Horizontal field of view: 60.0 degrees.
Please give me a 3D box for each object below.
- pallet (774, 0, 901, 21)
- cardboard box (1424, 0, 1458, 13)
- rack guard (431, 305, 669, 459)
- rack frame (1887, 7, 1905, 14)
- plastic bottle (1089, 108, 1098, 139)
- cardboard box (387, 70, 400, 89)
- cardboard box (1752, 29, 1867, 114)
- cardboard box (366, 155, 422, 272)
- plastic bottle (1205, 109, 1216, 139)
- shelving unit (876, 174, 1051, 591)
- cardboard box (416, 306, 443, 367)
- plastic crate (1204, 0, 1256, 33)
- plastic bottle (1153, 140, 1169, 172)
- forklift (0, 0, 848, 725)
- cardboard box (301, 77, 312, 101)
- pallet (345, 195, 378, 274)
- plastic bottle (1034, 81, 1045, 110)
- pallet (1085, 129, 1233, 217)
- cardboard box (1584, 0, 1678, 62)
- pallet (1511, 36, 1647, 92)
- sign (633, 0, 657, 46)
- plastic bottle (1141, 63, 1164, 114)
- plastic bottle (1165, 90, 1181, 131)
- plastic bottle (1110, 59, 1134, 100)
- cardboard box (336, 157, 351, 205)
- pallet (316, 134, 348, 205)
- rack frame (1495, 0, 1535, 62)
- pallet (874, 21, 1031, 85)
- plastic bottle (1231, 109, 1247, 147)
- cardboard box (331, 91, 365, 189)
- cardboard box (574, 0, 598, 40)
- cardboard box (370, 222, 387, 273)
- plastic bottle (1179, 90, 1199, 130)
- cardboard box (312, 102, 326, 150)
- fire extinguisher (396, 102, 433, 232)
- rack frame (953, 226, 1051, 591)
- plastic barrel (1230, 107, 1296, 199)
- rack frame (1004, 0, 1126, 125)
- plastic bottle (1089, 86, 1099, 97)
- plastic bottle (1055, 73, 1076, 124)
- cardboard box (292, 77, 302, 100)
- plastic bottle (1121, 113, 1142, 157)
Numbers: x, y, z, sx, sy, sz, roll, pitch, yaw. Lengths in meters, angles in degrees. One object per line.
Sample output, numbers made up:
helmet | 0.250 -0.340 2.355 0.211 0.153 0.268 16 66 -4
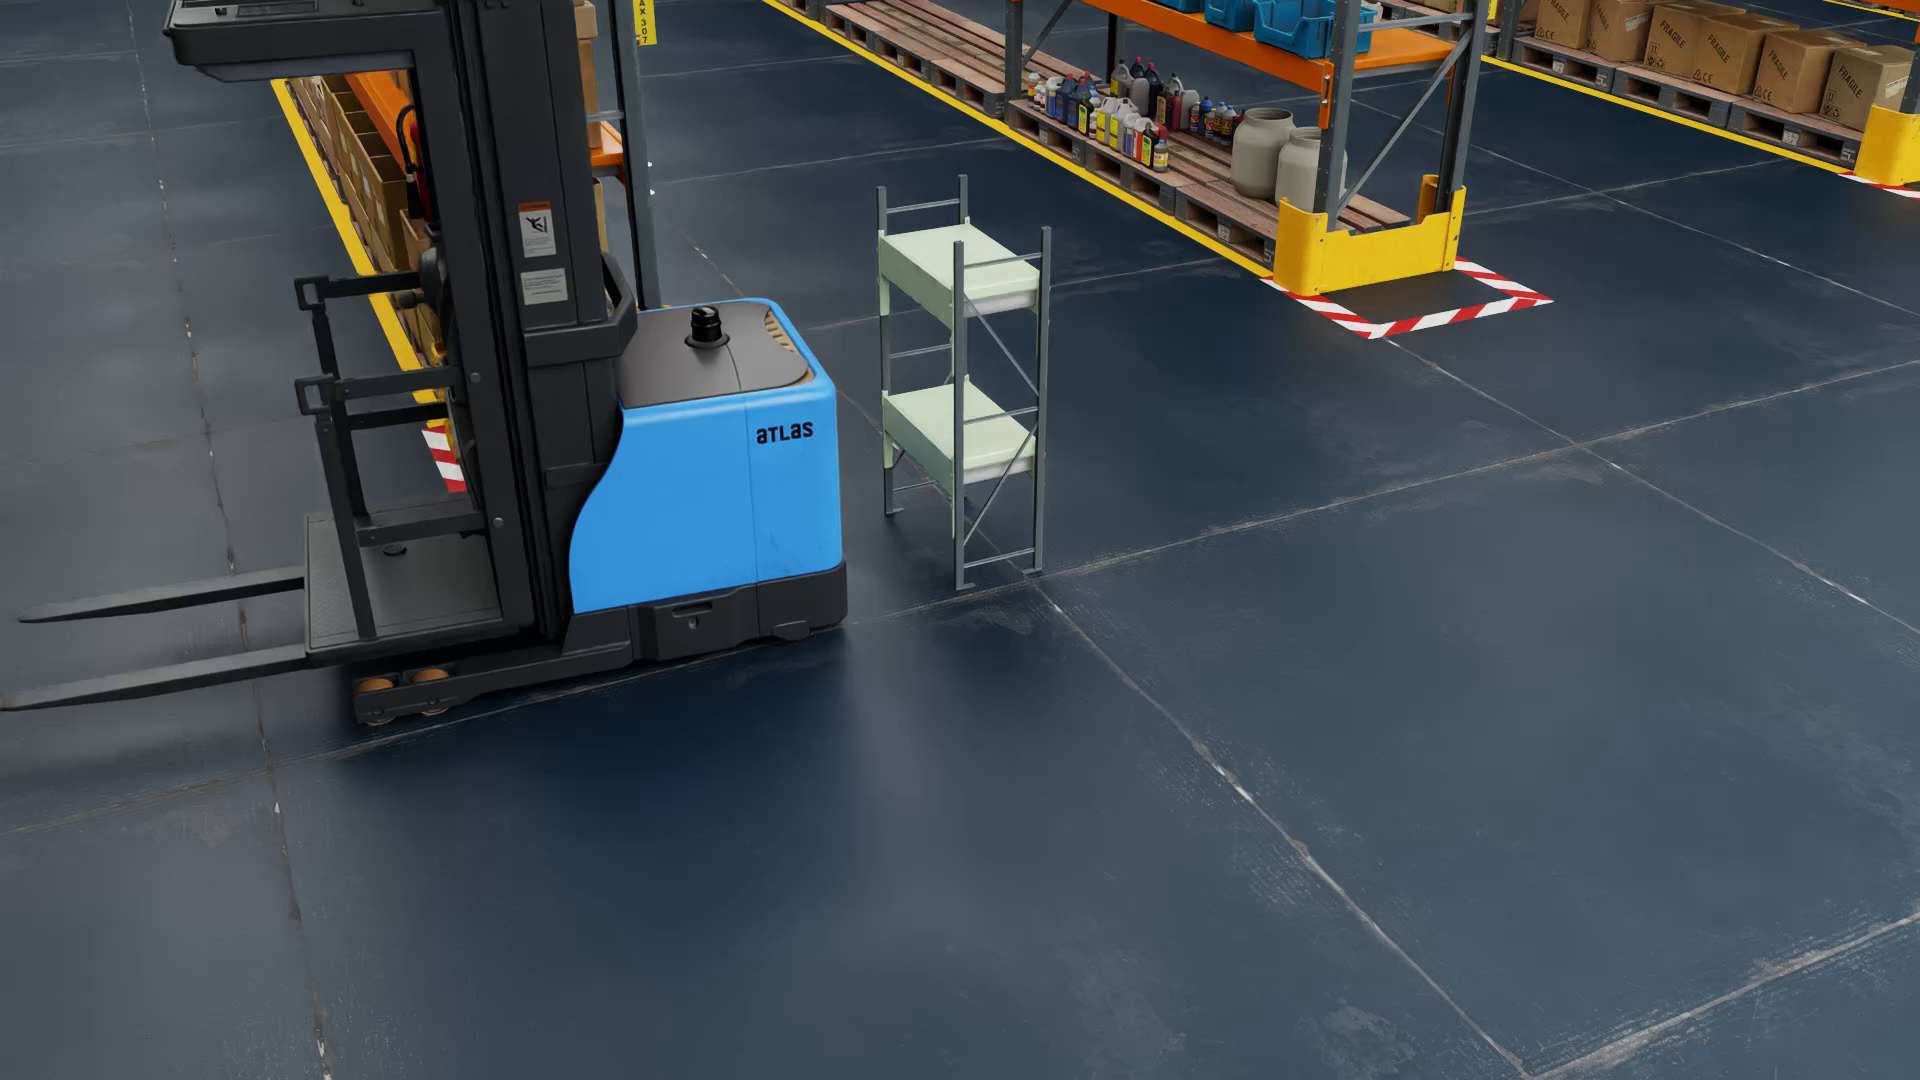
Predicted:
pallet | -1.269 -5.567 16.962 1.003 0.211 1.213 -13 32 -22
cardboard box | 4.866 -5.309 15.756 0.700 0.500 0.500 -13 32 -22
rack guard | -1.923 -0.770 8.113 1.175 0.500 0.348 -13 32 -22
rack frame | 9.821 -6.714 16.156 1.000 3.000 0.127 -13 32 -22
plastic bottle | 0.977 -2.991 11.928 0.097 0.201 0.097 0 29 0
cardboard box | -2.790 -2.807 9.087 0.700 0.500 0.500 -12 31 -21
cardboard box | 6.474 -3.579 12.692 0.500 0.500 0.500 -5 30 -9
cardboard box | -2.875 -1.795 9.000 0.500 0.500 0.500 -13 32 -22
plastic bottle | 1.812 -2.987 11.921 0.097 0.201 0.097 0 29 0
shelving unit | 0.003 -0.651 6.878 0.431 1.500 0.755 -13 32 -22
cardboard box | -2.431 -1.030 8.402 0.500 0.250 0.500 -13 32 -22
plastic crate | 1.783 -3.291 10.205 0.499 0.251 0.408 -13 32 -22
plastic bottle | 1.357 -2.600 11.232 0.097 0.201 0.097 0 29 0
forklift | -2.018 -0.896 5.852 3.031 2.935 1.130 -10 31 -17
cardboard box | -4.525 -3.435 12.117 0.500 0.311 0.500 -13 32 -22
pallet | -3.347 -2.062 10.711 1.003 0.211 1.213 -13 32 -22
plastic bottle | 0.609 -3.370 12.605 0.097 0.201 0.097 0 29 0
pallet | 1.603 -2.615 11.698 1.003 0.211 1.213 -13 32 -22
cardboard box | 5.686 -4.373 14.108 0.500 0.500 0.500 -3 29 -6
pallet | 5.618 -4.211 14.544 1.003 0.211 1.213 -13 32 -22
sign | -1.430 -2.397 7.492 0.100 0.325 0.005 -13 32 -22
plastic bottle | 1.443 -3.404 12.513 0.144 0.351 0.185 -15 32 -24
plastic bottle | 1.552 -3.137 12.105 0.061 0.283 0.133 -13 32 -22
plastic bottle | 1.231 -3.459 12.610 0.144 0.351 0.185 -13 32 -22
cardboard box | -3.726 -2.354 10.762 0.500 0.250 0.500 -13 32 -22
pallet | -4.003 -2.739 11.919 1.003 0.211 1.213 -13 32 -22
rack frame | 5.298 -5.717 14.378 1.000 3.000 0.127 -13 32 -22
pallet | -0.076 -4.339 14.772 1.003 0.211 1.213 -13 32 -22
plastic bottle | 1.964 -2.887 11.659 0.061 0.283 0.133 -13 32 -21
cardboard box | -3.513 -2.459 10.184 0.500 0.500 0.500 -13 32 -22
cardboard box | -1.908 -2.416 7.727 0.380 0.149 0.250 -13 32 -22
cardboard box | -3.086 -1.690 9.579 0.500 0.250 0.500 -13 32 -22
plastic bottle | 1.648 -3.157 12.147 0.152 0.276 0.135 -12 32 -21
cardboard box | -4.306 -2.968 11.859 0.500 0.250 0.500 -14 32 -23
fire extinguisher | -2.303 -1.688 7.272 0.296 0.674 0.183 -13 32 -22
rack frame | 0.160 -0.490 6.590 0.400 1.500 0.023 -13 32 -22
plastic barrel | 1.975 -2.504 10.763 0.421 0.512 0.421 0 29 0
rack frame | 0.824 -4.677 12.523 1.000 3.000 0.127 -13 32 -22
plastic bottle | 0.967 -3.196 12.223 0.097 0.271 0.097 0 29 0
plastic bottle | 0.796 -3.270 12.272 0.144 0.351 0.185 -12 32 -21
cardboard box | -4.963 -3.646 13.067 0.500 0.250 0.500 -14 32 -23
plastic bottle | 1.214 -2.811 11.532 0.152 0.276 0.135 -14 32 -23
